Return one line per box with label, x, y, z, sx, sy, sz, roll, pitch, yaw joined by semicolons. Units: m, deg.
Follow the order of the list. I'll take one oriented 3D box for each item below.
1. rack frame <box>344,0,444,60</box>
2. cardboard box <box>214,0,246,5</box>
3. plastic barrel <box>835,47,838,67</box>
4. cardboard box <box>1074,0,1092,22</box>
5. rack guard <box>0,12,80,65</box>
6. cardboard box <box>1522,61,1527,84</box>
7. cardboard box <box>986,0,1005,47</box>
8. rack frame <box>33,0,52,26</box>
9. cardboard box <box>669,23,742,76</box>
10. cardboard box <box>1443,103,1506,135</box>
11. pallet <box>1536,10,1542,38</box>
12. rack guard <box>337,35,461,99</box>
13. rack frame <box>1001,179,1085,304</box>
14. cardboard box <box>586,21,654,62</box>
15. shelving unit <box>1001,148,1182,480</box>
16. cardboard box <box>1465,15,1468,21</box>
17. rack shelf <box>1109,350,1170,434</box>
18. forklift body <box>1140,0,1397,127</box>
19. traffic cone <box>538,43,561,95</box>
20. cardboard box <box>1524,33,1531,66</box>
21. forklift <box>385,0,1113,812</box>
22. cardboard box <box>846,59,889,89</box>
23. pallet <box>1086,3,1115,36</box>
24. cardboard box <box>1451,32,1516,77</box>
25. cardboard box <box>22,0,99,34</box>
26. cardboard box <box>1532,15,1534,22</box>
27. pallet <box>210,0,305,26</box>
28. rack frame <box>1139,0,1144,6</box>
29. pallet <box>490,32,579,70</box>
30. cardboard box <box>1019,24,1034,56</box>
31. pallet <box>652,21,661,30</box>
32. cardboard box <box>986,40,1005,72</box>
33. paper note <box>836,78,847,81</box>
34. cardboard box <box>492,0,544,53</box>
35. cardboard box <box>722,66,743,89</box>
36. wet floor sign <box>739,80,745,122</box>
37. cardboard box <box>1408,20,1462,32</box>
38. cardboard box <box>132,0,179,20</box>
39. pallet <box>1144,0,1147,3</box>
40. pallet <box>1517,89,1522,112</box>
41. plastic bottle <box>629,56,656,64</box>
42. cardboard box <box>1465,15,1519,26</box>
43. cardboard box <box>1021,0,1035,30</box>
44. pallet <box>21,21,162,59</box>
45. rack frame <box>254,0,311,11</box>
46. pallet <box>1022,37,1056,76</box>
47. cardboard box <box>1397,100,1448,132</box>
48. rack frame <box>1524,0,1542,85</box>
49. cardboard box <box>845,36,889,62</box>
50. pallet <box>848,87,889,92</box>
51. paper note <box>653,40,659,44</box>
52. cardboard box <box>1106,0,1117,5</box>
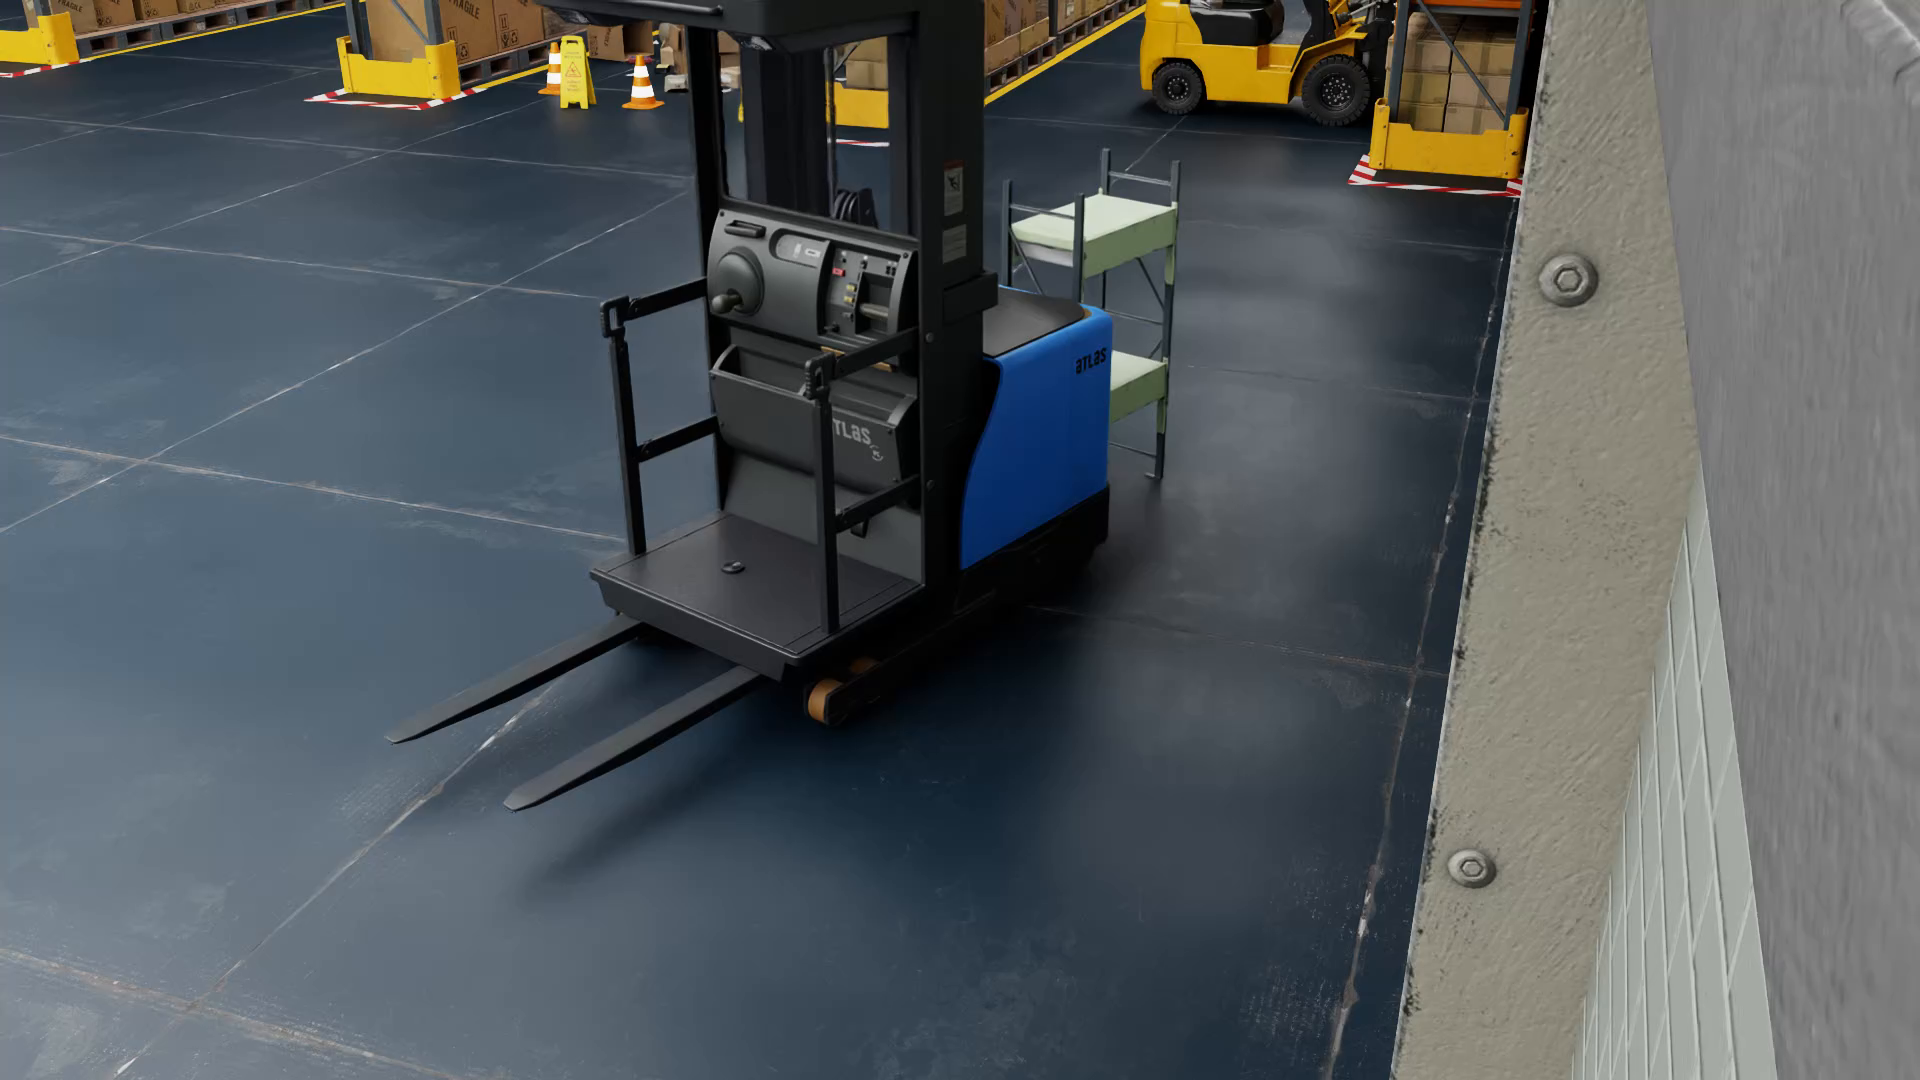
rack frame;-5.464;-5.755;15.695;1.000;3.000;0.127;9;27;17
cardboard box;-9.130;-6.829;20.299;0.500;0.500;0.500;19;32;34
plastic barrel;-1.502;-4.988;17.066;0.421;0.421;0.512;-14;29;-27
cardboard box;0.977;-6.241;19.231;0.950;0.372;0.625;11;28;21
rack guard;-10.082;-5.422;17.875;1.175;0.500;0.348;9;27;17
cardboard box;5.119;-4.518;15.813;0.500;0.250;0.500;9;27;17
cardboard box;0.119;-5.090;16.133;0.500;0.500;0.500;9;27;18
rack frame;-10.107;-6.516;17.266;1.000;3.000;0.127;9;27;17
cardboard box;-2.565;-5.044;17.091;0.797;0.503;0.637;-9;27;-18
cardboard box;4.268;-3.486;13.681;0.500;0.250;0.500;9;27;18
pallet;6.271;-6.061;19.525;1.003;0.211;1.213;9;27;17
rack guard;-5.471;-4.620;16.219;1.175;0.500;0.348;9;27;17
rack frame;0.340;-0.766;7.111;0.400;1.500;0.023;19;32;34
cardboard box;-3.681;-5.488;18.009;0.500;0.500;0.500;14;29;26
shelving unit;0.568;-0.891;7.369;0.431;1.500;0.755;19;32;34
cardboard box;4.278;-4.623;14.883;0.500;0.250;0.500;8;27;16
rack shelf;0.568;-0.597;7.511;0.431;0.370;0.720;19;32;34
forklift body;2.831;-5.023;15.155;2.313;2.155;1.214;9;27;17
traffic cone;-3.948;-4.626;16.273;0.336;0.463;0.334;9;27;17
cardboard box;4.957;-4.530;15.263;0.500;0.250;0.500;9;27;17
forklift;-0.674;-0.905;5.757;1.130;2.935;3.031;19;32;34
cardboard box;-0.739;-4.412;15.593;0.500;0.250;0.500;9;27;17
pallet;1.231;-6.291;20.001;1.003;0.211;1.213;9;27;17
cardboard box;4.258;-3.932;13.456;0.500;0.250;0.500;8;27;17
cardboard box;-9.884;-5.834;18.244;0.500;0.500;0.500;14;29;27
cardboard box;5.282;-4.951;16.134;0.500;0.250;0.500;8;27;16
pallet;-8.966;-6.624;20.688;1.003;0.211;1.213;9;27;17
rack frame;1.900;-8.367;21.088;1.000;3.000;0.127;9;27;17
pallet;-4.864;-5.340;18.037;1.003;0.211;1.213;9;27;17
cardboard box;0.458;-5.172;17.164;0.500;0.250;0.500;8;27;16
pallet;-3.947;-6.472;20.375;1.003;0.211;1.213;9;27;17
cardboard box;0.114;-4.757;16.306;0.500;0.250;0.500;11;28;21
paper note;-1.196;-4.692;16.907;0.142;0.019;0.148;0;26;-1
cardboard box;-5.009;-5.638;17.409;0.875;0.875;0.875;8;27;17
cardboard box;-2.231;-4.627;16.636;0.250;0.149;0.380;-20;33;-36
wet floor sign;-1.834;-4.097;14.970;0.267;0.644;0.232;20;32;35
cardboard box;3.944;-4.207;14.024;0.500;0.250;0.500;9;27;18
cardboard box;-9.491;-6.339;19.288;0.500;0.500;0.500;11;28;22
pallet;2.234;-7.425;22.342;1.003;0.211;1.213;9;27;17
pallet;4.543;-3.926;15.116;1.003;0.211;1.213;9;27;17
plastic bottle;-3.390;-5.130;17.776;0.283;0.061;0.133;0;26;-1
cardboard box;4.598;-4.342;14.302;0.500;0.250;0.500;9;27;17
cardboard box;0.458;-5.521;17.023;0.500;0.500;0.500;9;27;18
pallet;-9.778;-5.621;18.617;1.003;0.211;1.213;9;27;17
rack frame;-8.776;-8.160;20.661;1.000;3.000;0.127;9;27;17
pallet;0.379;-5.187;17.720;1.003;0.211;1.213;9;27;17
cardboard box;3.778;-3.551;13.816;0.500;0.250;0.500;9;27;18
rack frame;5.251;-6.005;16.210;1.000;3.000;0.127;9;27;17
cardboard box;-0.741;-4.735;15.400;0.500;0.500;0.500;9;27;18
pallet;-0.433;-4.184;15.649;1.003;0.211;1.213;9;27;17
paper note;-3.502;-5.655;18.895;0.147;0.020;0.142;-9;27;-18
cardboard box;1.465;-6.838;20.464;0.950;0.372;0.625;8;27;16
